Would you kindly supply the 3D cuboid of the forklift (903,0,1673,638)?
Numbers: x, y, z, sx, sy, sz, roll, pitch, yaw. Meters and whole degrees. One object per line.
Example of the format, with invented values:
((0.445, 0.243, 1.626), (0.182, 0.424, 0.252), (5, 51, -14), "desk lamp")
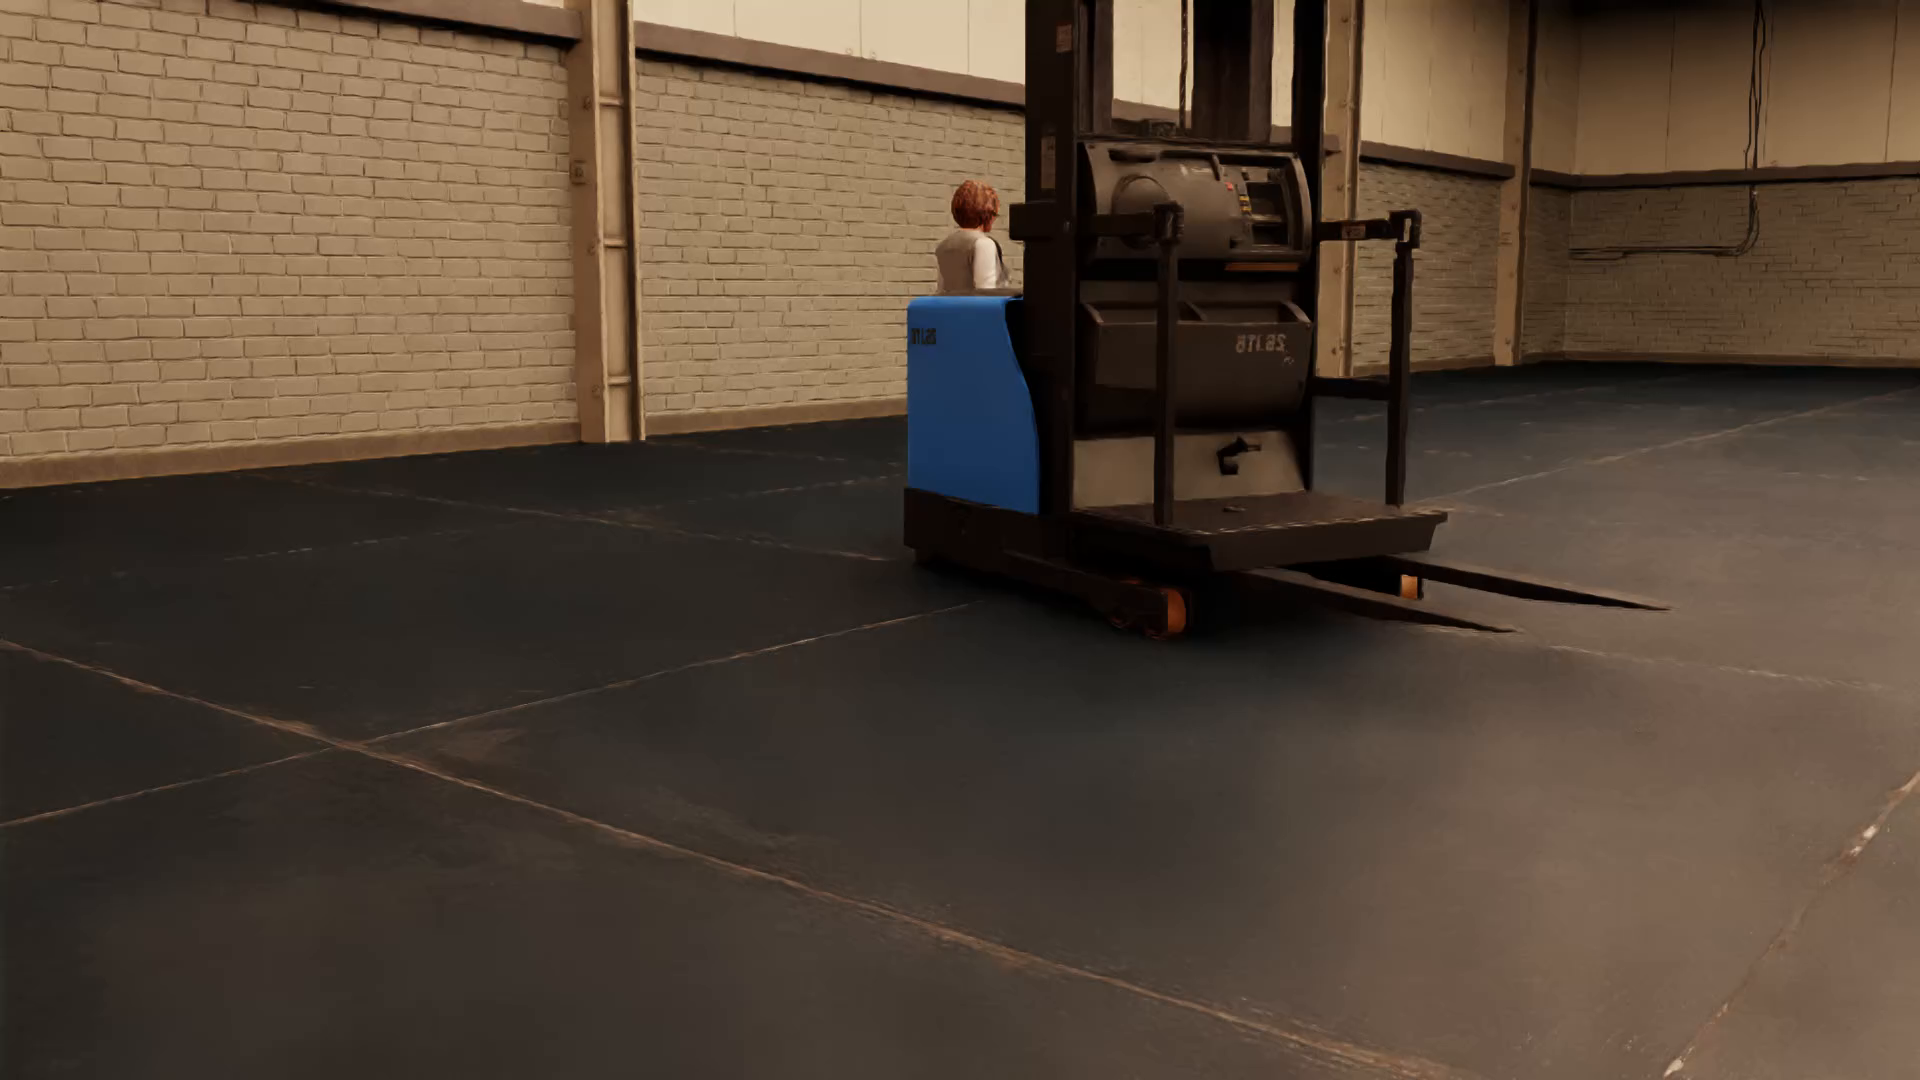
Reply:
((0.939, -1.212, 5.568), (1.130, 2.935, 3.031), (-5, 10, -29), "forklift")

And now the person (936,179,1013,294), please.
((0.039, -0.788, 7.351), (0.438, 1.582, 0.528), (-6, 10, -34), "person")
